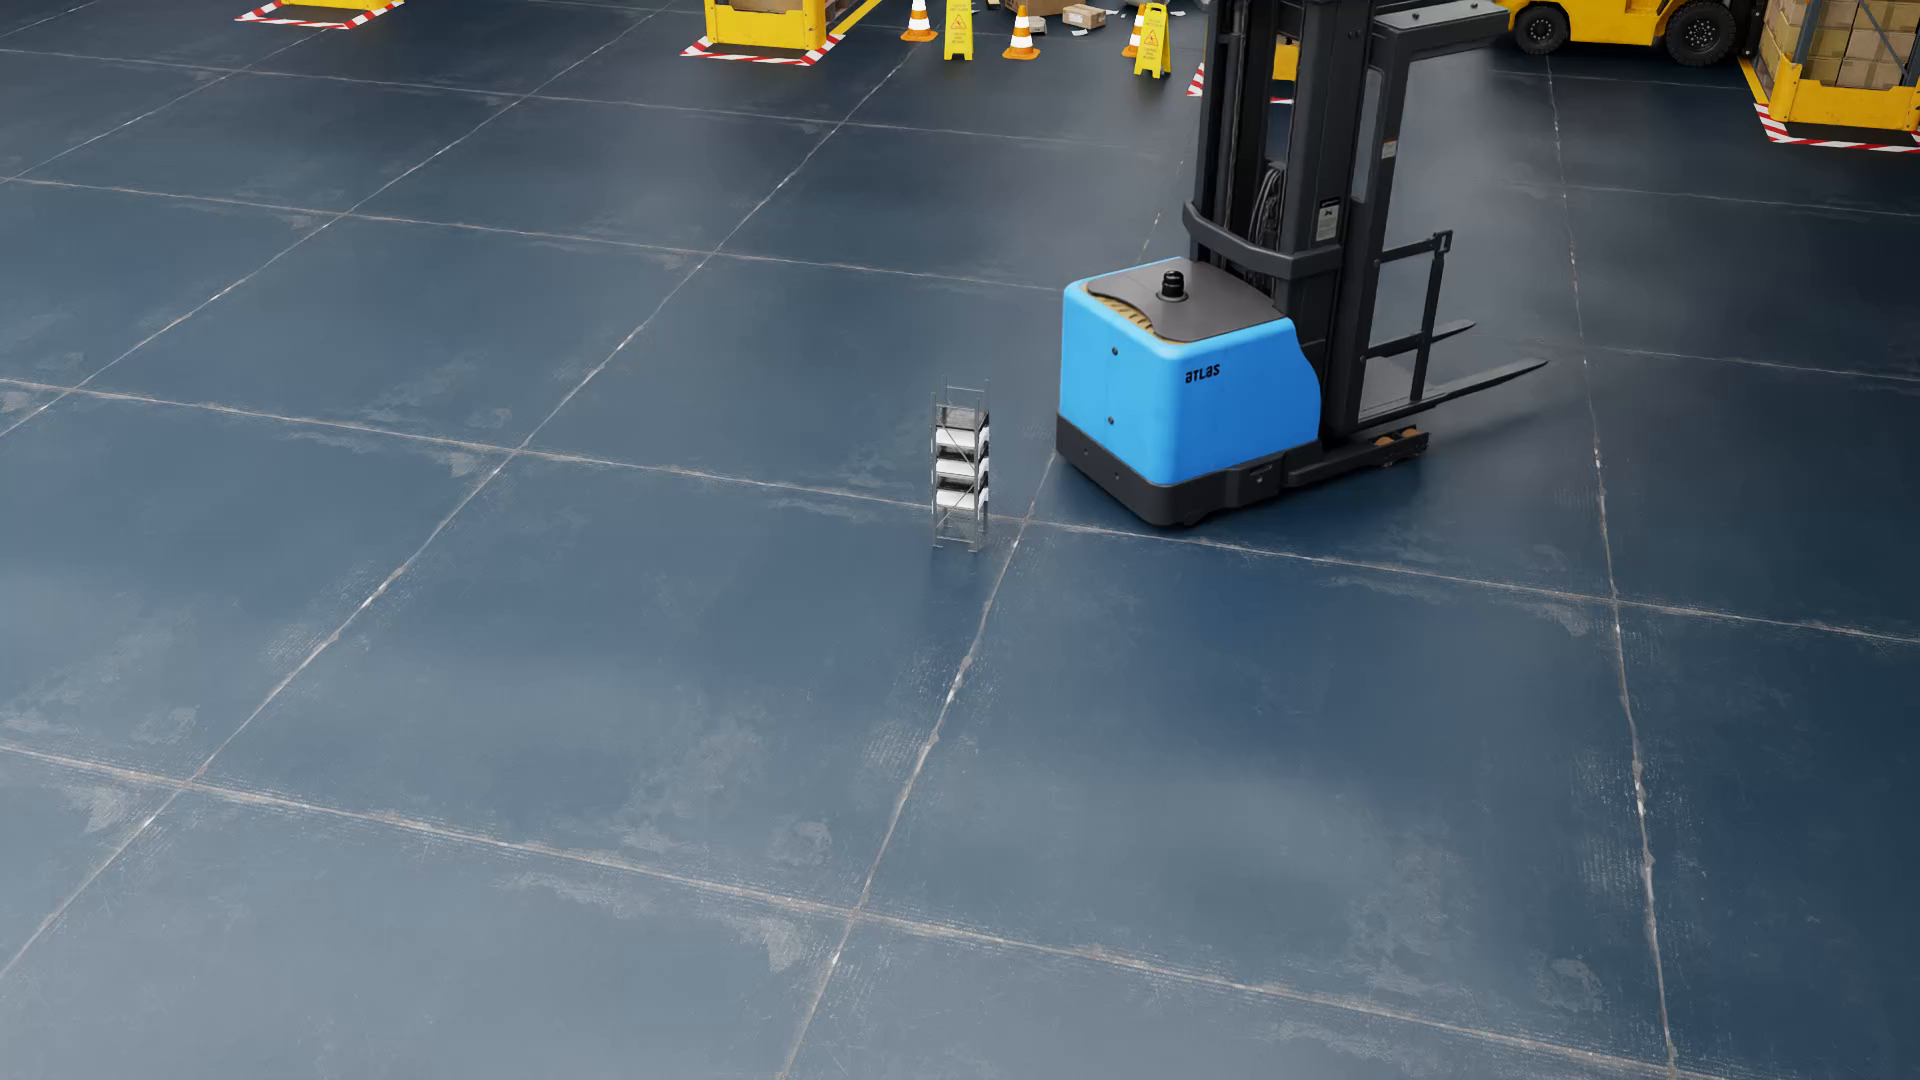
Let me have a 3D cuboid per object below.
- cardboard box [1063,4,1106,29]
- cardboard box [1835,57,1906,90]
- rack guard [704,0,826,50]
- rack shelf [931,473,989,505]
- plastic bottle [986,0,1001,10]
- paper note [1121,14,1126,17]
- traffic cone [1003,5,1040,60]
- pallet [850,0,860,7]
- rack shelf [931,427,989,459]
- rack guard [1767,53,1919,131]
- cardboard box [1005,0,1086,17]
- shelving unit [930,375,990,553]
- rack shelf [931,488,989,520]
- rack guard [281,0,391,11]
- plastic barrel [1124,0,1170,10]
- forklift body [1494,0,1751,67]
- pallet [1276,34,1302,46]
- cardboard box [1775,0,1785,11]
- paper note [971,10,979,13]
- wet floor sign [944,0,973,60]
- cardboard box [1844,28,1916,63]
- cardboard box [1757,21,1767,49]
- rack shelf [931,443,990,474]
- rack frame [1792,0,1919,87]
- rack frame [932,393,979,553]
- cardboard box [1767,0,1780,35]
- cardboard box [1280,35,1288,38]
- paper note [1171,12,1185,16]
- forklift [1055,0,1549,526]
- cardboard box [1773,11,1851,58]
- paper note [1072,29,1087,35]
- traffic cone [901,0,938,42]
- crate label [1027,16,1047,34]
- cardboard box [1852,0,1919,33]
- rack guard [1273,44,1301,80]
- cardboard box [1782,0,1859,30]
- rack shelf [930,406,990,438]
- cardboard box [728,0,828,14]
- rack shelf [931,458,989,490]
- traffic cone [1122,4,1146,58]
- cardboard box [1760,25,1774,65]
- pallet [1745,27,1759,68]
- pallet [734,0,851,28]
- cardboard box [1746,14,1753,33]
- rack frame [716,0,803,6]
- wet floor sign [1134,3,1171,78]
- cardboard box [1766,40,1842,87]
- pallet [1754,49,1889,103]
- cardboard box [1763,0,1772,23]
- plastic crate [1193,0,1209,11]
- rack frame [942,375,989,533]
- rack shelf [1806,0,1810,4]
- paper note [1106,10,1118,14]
[{"bbox_3d":[1.276,-5.372,17.062,0.380,0.149,0.250,28,42,36],"label":"cardboard box"},{"bbox_3d":[8.013,-4.192,14.719,0.500,0.250,0.500,8,33,13],"label":"cardboard box"},{"bbox_3d":[-1.922,-5.174,16.423,1.175,0.500,0.348,8,33,12],"label":"rack guard"},{"bbox_3d":[0.002,-0.280,8.581,0.258,0.077,0.200,8,33,12],"label":"rack shelf"},{"bbox_3d":[0.350,-5.700,17.659,0.133,0.061,0.283,-3,33,-4],"label":"plastic bottle"},{"bbox_3d":[1.704,-5.470,17.344,0.032,0.001,0.123,8,33,12],"label":"paper note"},{"bbox_3d":[0.599,-4.923,16.063,0.336,0.463,0.334,8,33,12],"label":"traffic cone"},{"bbox_3d":[-1.477,-6.122,18.183,1.003,0.211,1.213,8,33,12],"label":"pallet"},{"bbox_3d":[0.002,-0.508,8.437,0.258,0.077,0.200,8,33,12],"label":"rack shelf"},{"bbox_3d":[7.694,-3.879,14.386,1.175,0.500,0.348,8,33,12],"label":"rack guard"},{"bbox_3d":[0.894,-5.823,17.441,0.797,0.503,0.637,-14,35,-21],"label":"cardboard box"},{"bbox_3d":[0.002,-0.384,8.515,0.258,0.900,0.210,8,33,12],"label":"shelving unit"},{"bbox_3d":[0.002,-0.204,8.630,0.258,0.077,0.200,8,33,12],"label":"rack shelf"},{"bbox_3d":[-6.669,-5.954,17.650,1.175,0.500,0.348,8,33,12],"label":"rack guard"},{"bbox_3d":[1.957,-5.811,17.496,0.421,0.421,0.512,-21,38,-29],"label":"plastic barrel"},{"bbox_3d":[6.416,-5.821,15.901,2.313,2.155,1.214,8,33,12],"label":"forklift body"},{"bbox_3d":[3.157,-4.900,16.261,1.003,0.211,1.213,8,33,12],"label":"pallet"},{"bbox_3d":[7.639,-4.932,14.952,0.500,0.250,0.500,9,33,13],"label":"cardboard box"},{"bbox_3d":[0.113,-5.549,17.452,0.144,0.017,0.142,20,38,29],"label":"paper note"},{"bbox_3d":[-0.008,-4.964,15.956,0.267,0.644,0.232,3,33,4],"label":"wet floor sign"},{"bbox_3d":[8.020,-4.390,14.565,0.500,0.250,0.500,9,33,13],"label":"cardboard box"},{"bbox_3d":[7.784,-4.765,15.621,0.500,0.250,0.500,8,33,13],"label":"cardboard box"},{"bbox_3d":[0.002,-0.432,8.485,0.258,0.077,0.200,8,33,12],"label":"rack shelf"},{"bbox_3d":[7.700,-4.946,13.735,1.000,3.000,0.127,8,33,12],"label":"rack frame"},{"bbox_3d":[-0.024,-0.331,8.432,0.240,0.900,0.006,8,33,12],"label":"rack frame"},{"bbox_3d":[7.658,-4.728,15.097,0.500,0.250,0.500,8,33,12],"label":"cardboard box"},{"bbox_3d":[3.370,-5.018,16.019,0.500,0.250,0.500,8,33,12],"label":"cardboard box"},{"bbox_3d":[2.285,-5.513,17.394,0.142,0.019,0.148,-3,33,-4],"label":"paper note"},{"bbox_3d":[2.077,-1.879,8.974,3.031,2.935,1.130,-17,36,-25],"label":"forklift"},{"bbox_3d":[7.521,-4.469,14.690,0.500,0.250,0.500,8,33,12],"label":"cardboard box"},{"bbox_3d":[1.212,-5.129,16.789,0.148,0.019,0.142,-3,33,-4],"label":"paper note"},{"bbox_3d":[-0.408,-5.253,16.582,0.336,0.463,0.334,8,33,12],"label":"traffic cone"},{"bbox_3d":[0.738,-5.202,16.805,0.250,0.136,0.298,-8,33,-13],"label":"crate label"},{"bbox_3d":[8.005,-4.609,14.443,0.500,0.250,0.500,8,33,12],"label":"cardboard box"},{"bbox_3d":[2.917,-4.605,15.527,1.175,0.500,0.348,8,33,12],"label":"rack guard"},{"bbox_3d":[7.515,-4.667,14.534,0.500,0.250,0.500,9,34,14],"label":"cardboard box"},{"bbox_3d":[0.002,-0.584,8.388,0.258,0.077,0.200,8,33,12],"label":"rack shelf"},{"bbox_3d":[-1.808,-5.883,16.798,0.875,0.875,0.875,8,33,13],"label":"cardboard box"},{"bbox_3d":[0.002,-0.356,8.533,0.258,0.077,0.200,8,33,12],"label":"rack shelf"},{"bbox_3d":[1.759,-4.948,16.103,0.336,0.463,0.334,8,33,12],"label":"traffic cone"},{"bbox_3d":[7.649,-4.507,15.215,0.500,0.250,0.500,8,33,12],"label":"cardboard box"},{"bbox_3d":[8.165,-4.803,16.109,1.003,0.211,1.213,8,33,12],"label":"pallet"},{"bbox_3d":[-1.789,-5.491,17.190,1.003,0.211,1.213,8,33,12],"label":"pallet"},{"bbox_3d":[7.894,-5.038,16.050,0.500,0.250,0.500,9,34,14],"label":"cardboard box"},{"bbox_3d":[-1.916,-6.242,15.772,1.000,3.000,0.127,8,33,12],"label":"rack frame"},{"bbox_3d":[1.814,-4.674,15.501,0.267,0.644,0.232,20,38,29],"label":"wet floor sign"},{"bbox_3d":[7.513,-4.250,14.811,0.500,0.250,0.500,8,33,13],"label":"cardboard box"},{"bbox_3d":[7.853,-4.172,15.116,1.003,0.211,1.213,8,33,12],"label":"pallet"},{"bbox_3d":[7.769,-4.999,15.523,0.500,0.250,0.500,7,33,11],"label":"cardboard box"},{"bbox_3d":[2.721,-5.761,17.737,0.402,0.080,0.583,-3,33,-4],"label":"plastic crate"},{"bbox_3d":[0.028,-0.437,8.598,0.240,0.900,0.006,8,33,12],"label":"rack frame"},{"bbox_3d":[8.207,-5.681,15.560,1.077,0.370,4.000,8,33,12],"label":"rack shelf"},{"bbox_3d":[1.573,-5.544,17.454,0.148,0.019,0.142,20,38,29],"label":"paper note"}]
